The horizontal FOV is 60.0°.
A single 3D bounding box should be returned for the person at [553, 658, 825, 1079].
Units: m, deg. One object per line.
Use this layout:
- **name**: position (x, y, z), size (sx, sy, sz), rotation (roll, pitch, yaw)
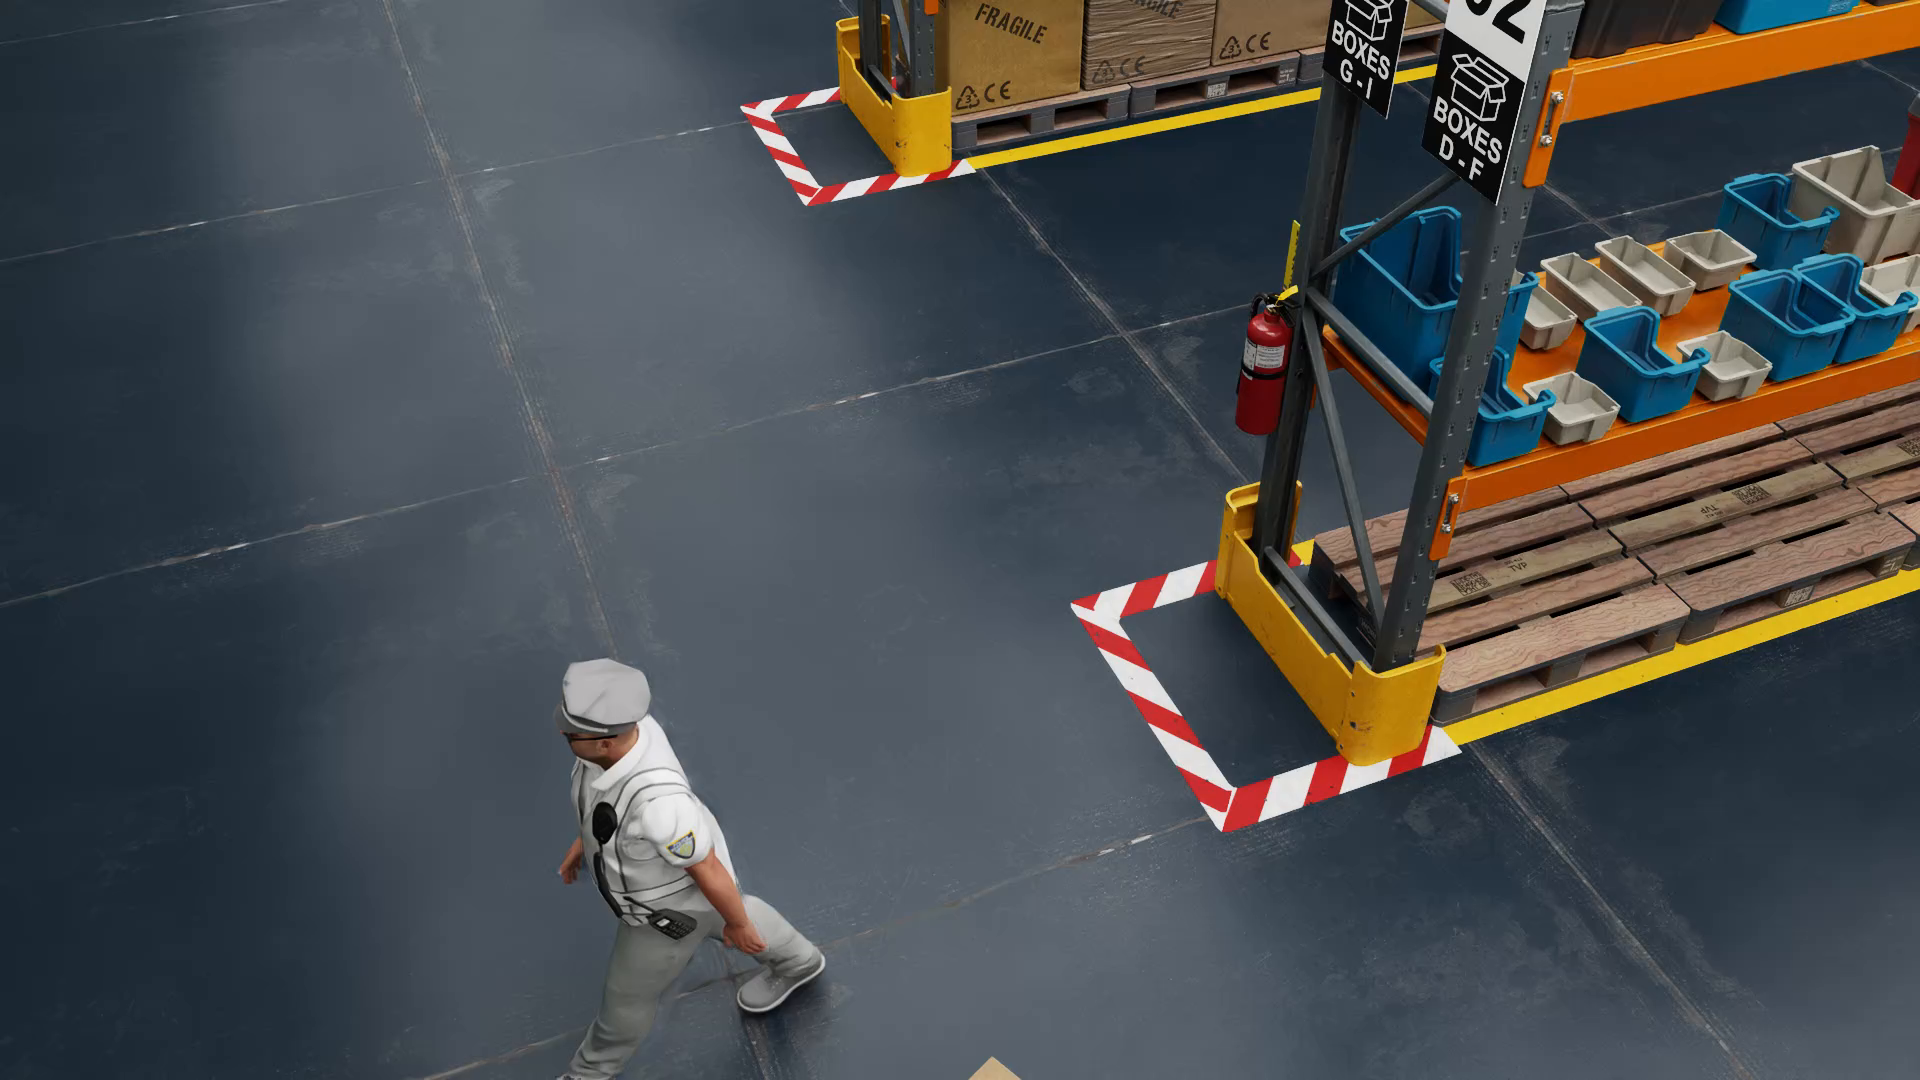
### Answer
- **person**: position (-0.951, 1.002, 5.002), size (1.072, 1.696, 0.562), rotation (-12, 43, -13)
